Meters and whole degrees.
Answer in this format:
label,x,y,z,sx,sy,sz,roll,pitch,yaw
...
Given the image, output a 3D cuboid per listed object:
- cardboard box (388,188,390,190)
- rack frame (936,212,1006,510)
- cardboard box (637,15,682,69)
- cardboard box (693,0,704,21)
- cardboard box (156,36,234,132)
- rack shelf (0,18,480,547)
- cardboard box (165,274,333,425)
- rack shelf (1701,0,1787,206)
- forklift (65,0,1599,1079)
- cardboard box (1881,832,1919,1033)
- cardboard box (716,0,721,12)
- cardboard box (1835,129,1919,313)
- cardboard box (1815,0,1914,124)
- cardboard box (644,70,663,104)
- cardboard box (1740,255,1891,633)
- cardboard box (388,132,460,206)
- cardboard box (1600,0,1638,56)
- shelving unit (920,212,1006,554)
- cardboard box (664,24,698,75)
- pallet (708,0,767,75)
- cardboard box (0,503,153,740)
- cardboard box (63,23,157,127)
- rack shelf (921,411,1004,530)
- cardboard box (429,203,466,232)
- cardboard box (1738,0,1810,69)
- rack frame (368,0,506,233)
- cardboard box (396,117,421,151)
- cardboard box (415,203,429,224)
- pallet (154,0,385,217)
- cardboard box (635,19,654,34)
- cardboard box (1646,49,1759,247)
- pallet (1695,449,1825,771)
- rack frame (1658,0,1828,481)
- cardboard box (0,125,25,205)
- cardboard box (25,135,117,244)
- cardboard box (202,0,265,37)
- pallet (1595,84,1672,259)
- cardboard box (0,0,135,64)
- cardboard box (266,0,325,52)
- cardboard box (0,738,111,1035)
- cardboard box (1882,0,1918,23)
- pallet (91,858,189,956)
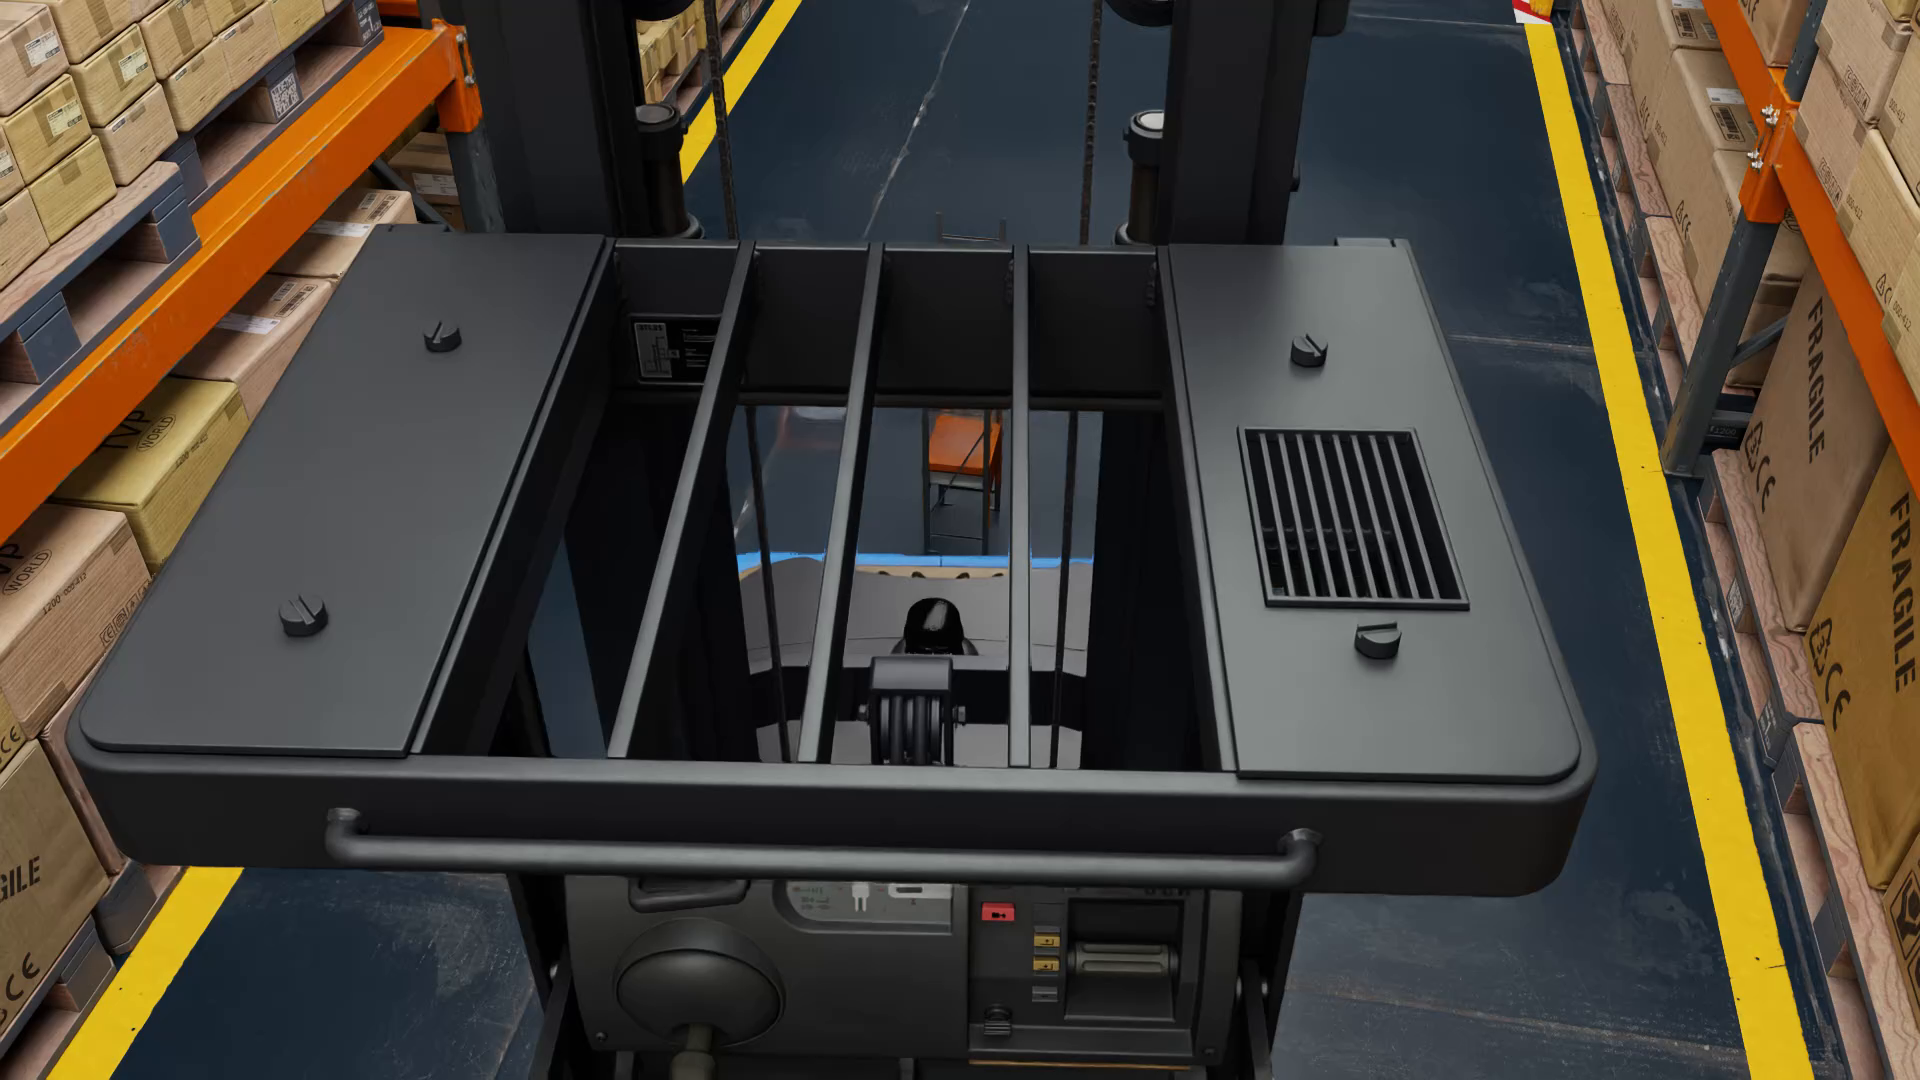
label,x,y,z,sx,sy,sz,roll,pitch,yaw
cardboard box,-2.285,-1.414,6.280,0.380,0.149,0.250,5,40,6
rack frame,0.030,-0.515,5.049,0.200,1.050,0.008,6,40,8
cardboard box,-1.427,-2.170,7.195,0.380,0.149,0.250,7,40,8
cardboard box,-1.344,-2.505,7.600,0.380,0.149,0.250,7,40,8
cardboard box,-2.068,-1.150,4.154,0.380,0.149,0.250,4,40,5
rack shelf,-2.407,-0.300,3.823,1.077,0.370,4.000,6,40,8
cardboard box,-2.043,-0.503,4.548,0.500,0.250,0.500,8,40,10
rack shelf,3.178,-2.328,6.276,1.077,0.370,4.000,6,40,8
forklift,-0.083,0.663,2.148,1.130,2.935,3.031,1,40,1
cardboard box,2.500,0.834,3.225,0.875,0.875,0.875,7,40,8
cardboard box,-1.359,-2.567,7.909,0.380,0.149,0.250,7,40,8
cardboard box,2.408,-0.720,3.885,0.500,0.250,0.500,5,40,7
cardboard box,2.478,-1.240,4.121,0.500,0.250,0.500,5,40,6
cardboard box,-1.497,-1.907,7.110,0.380,0.149,0.250,5,40,6
cardboard box,2.804,-0.295,4.590,0.875,0.875,0.875,8,40,9
cardboard box,-1.797,-1.318,5.931,0.380,0.149,0.250,8,40,9
cardboard box,3.509,-2.609,7.733,0.875,0.438,0.875,5,40,6
shelving unit,0.009,-0.438,4.956,0.215,1.050,0.252,6,40,8
cardboard box,-1.409,-2.231,7.502,0.380,0.149,0.250,7,40,9
pallet,-1.557,-2.714,8.367,1.003,0.211,1.213,6,40,8
cardboard box,-2.209,0.157,3.749,0.500,0.250,0.500,7,40,8
cardboard box,-2.115,-1.084,3.842,0.380,0.149,0.250,4,40,5
rack shelf,0.009,-0.216,5.140,0.215,0.259,0.240,6,40,8
cardboard box,-1.683,-1.202,6.024,0.380,0.149,0.250,8,40,10
cardboard box,2.661,-1.708,4.883,0.500,0.500,0.500,7,40,8
rack frame,-2.061,-1.832,5.112,1.000,3.000,0.127,6,40,8
cardboard box,-2.250,-1.541,6.201,0.380,0.149,0.250,7,40,8
cardboard box,-2.201,-1.333,6.416,0.380,0.149,0.250,7,40,9
pallet,-2.336,-1.295,4.612,1.003,0.211,1.213,6,40,8
cardboard box,-1.501,-2.296,7.114,0.380,0.149,0.250,7,40,8
cardboard box,3.201,-1.468,6.353,0.875,0.438,0.875,5,40,6
pallet,2.773,0.217,4.821,1.003,0.211,1.213,6,40,8
rack frame,2.832,-1.350,4.529,1.000,3.000,0.127,6,40,8
cardboard box,-2.207,-0.761,3.450,0.380,0.149,0.250,8,40,9
cardboard box,-2.157,-0.808,3.741,0.380,0.149,0.250,8,40,10
cardboard box,-2.025,-1.420,4.247,0.380,0.149,0.250,8,40,10
pallet,3.250,-1.512,6.913,1.003,0.211,1.213,6,40,8
cardboard box,-2.121,-1.204,3.753,0.380,0.149,0.250,5,40,6
cardboard box,-1.979,-1.463,4.533,0.380,0.149,0.250,7,40,8
cardboard box,-2.296,0.748,3.623,0.500,0.500,0.500,7,40,8
cardboard box,2.473,-1.529,3.882,0.500,0.500,0.500,7,40,8
pallet,-2.403,0.499,4.481,1.003,0.211,1.213,6,40,8
